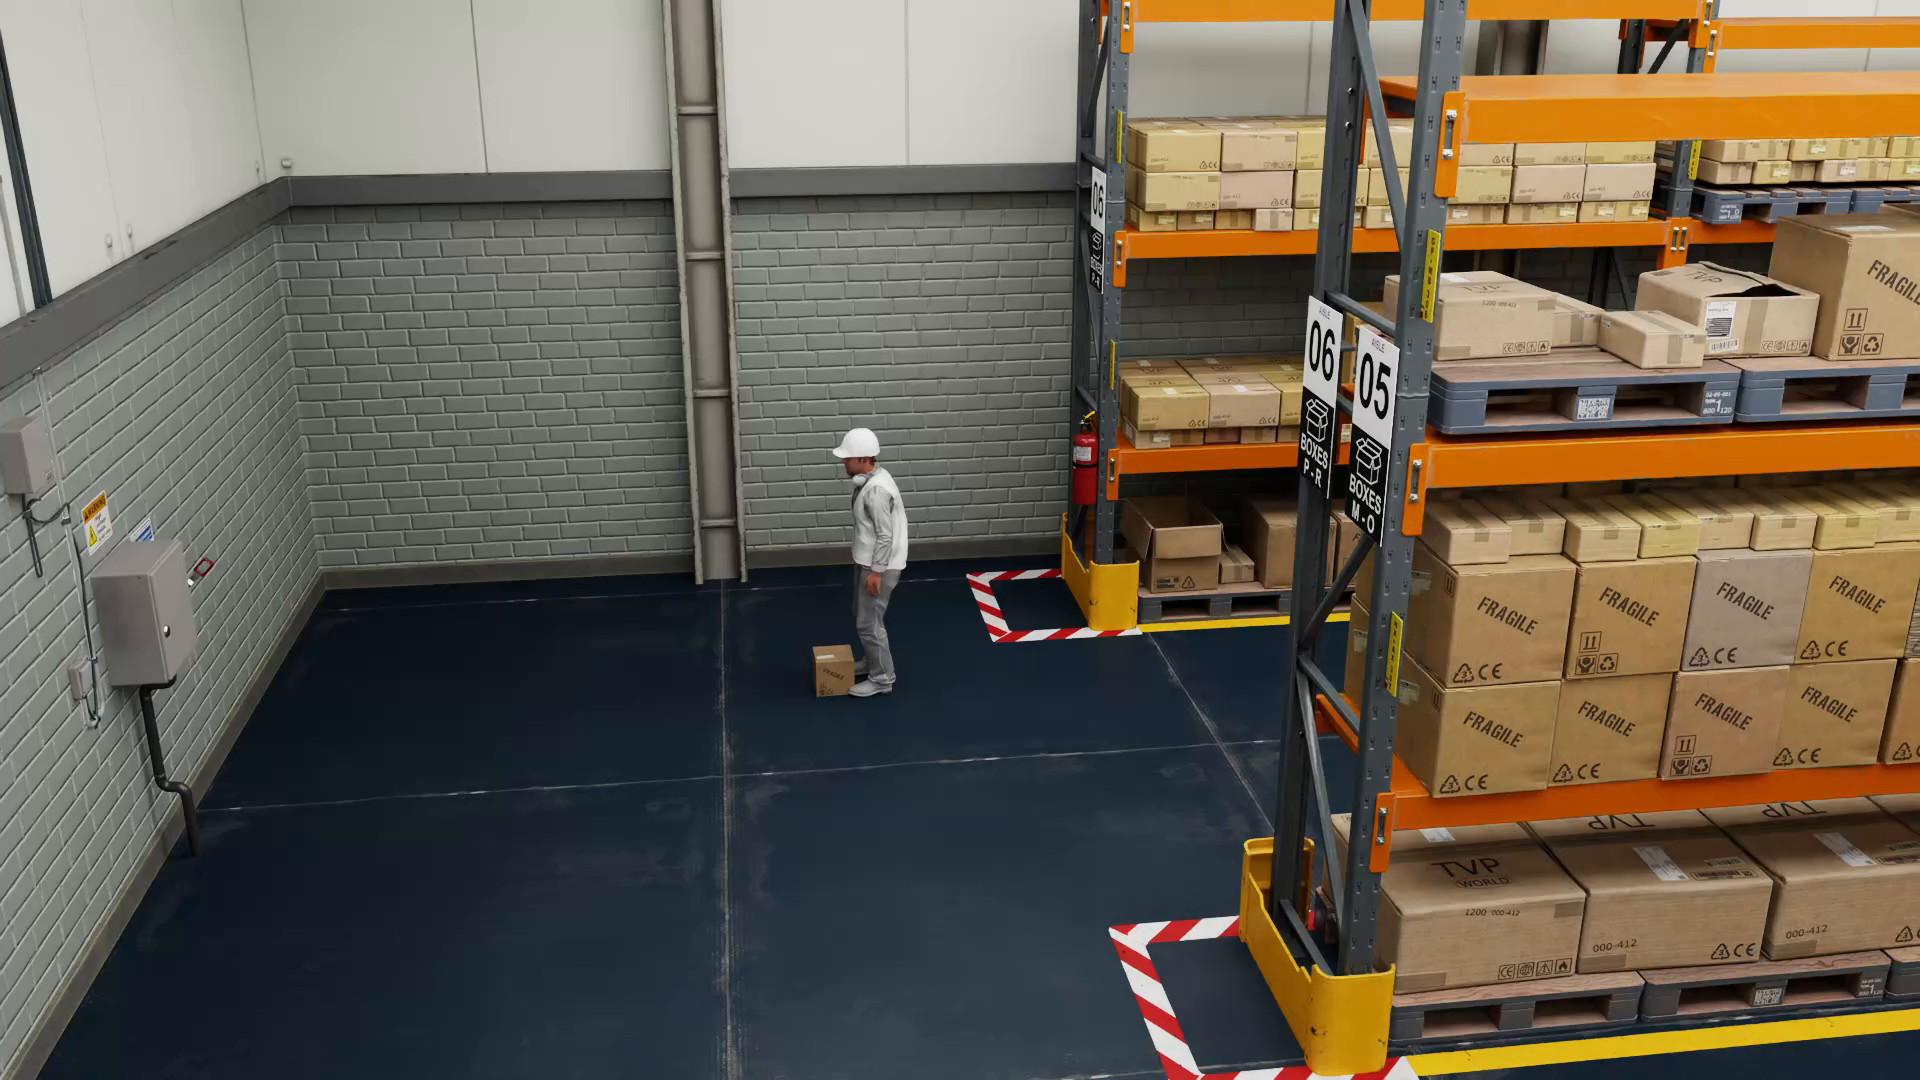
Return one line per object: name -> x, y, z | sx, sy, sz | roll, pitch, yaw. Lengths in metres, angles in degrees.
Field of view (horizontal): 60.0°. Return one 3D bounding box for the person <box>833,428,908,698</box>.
person -> -0.570, 0.128, 10.679 | 0.465, 1.771, 0.592 | -4, 20, -11
